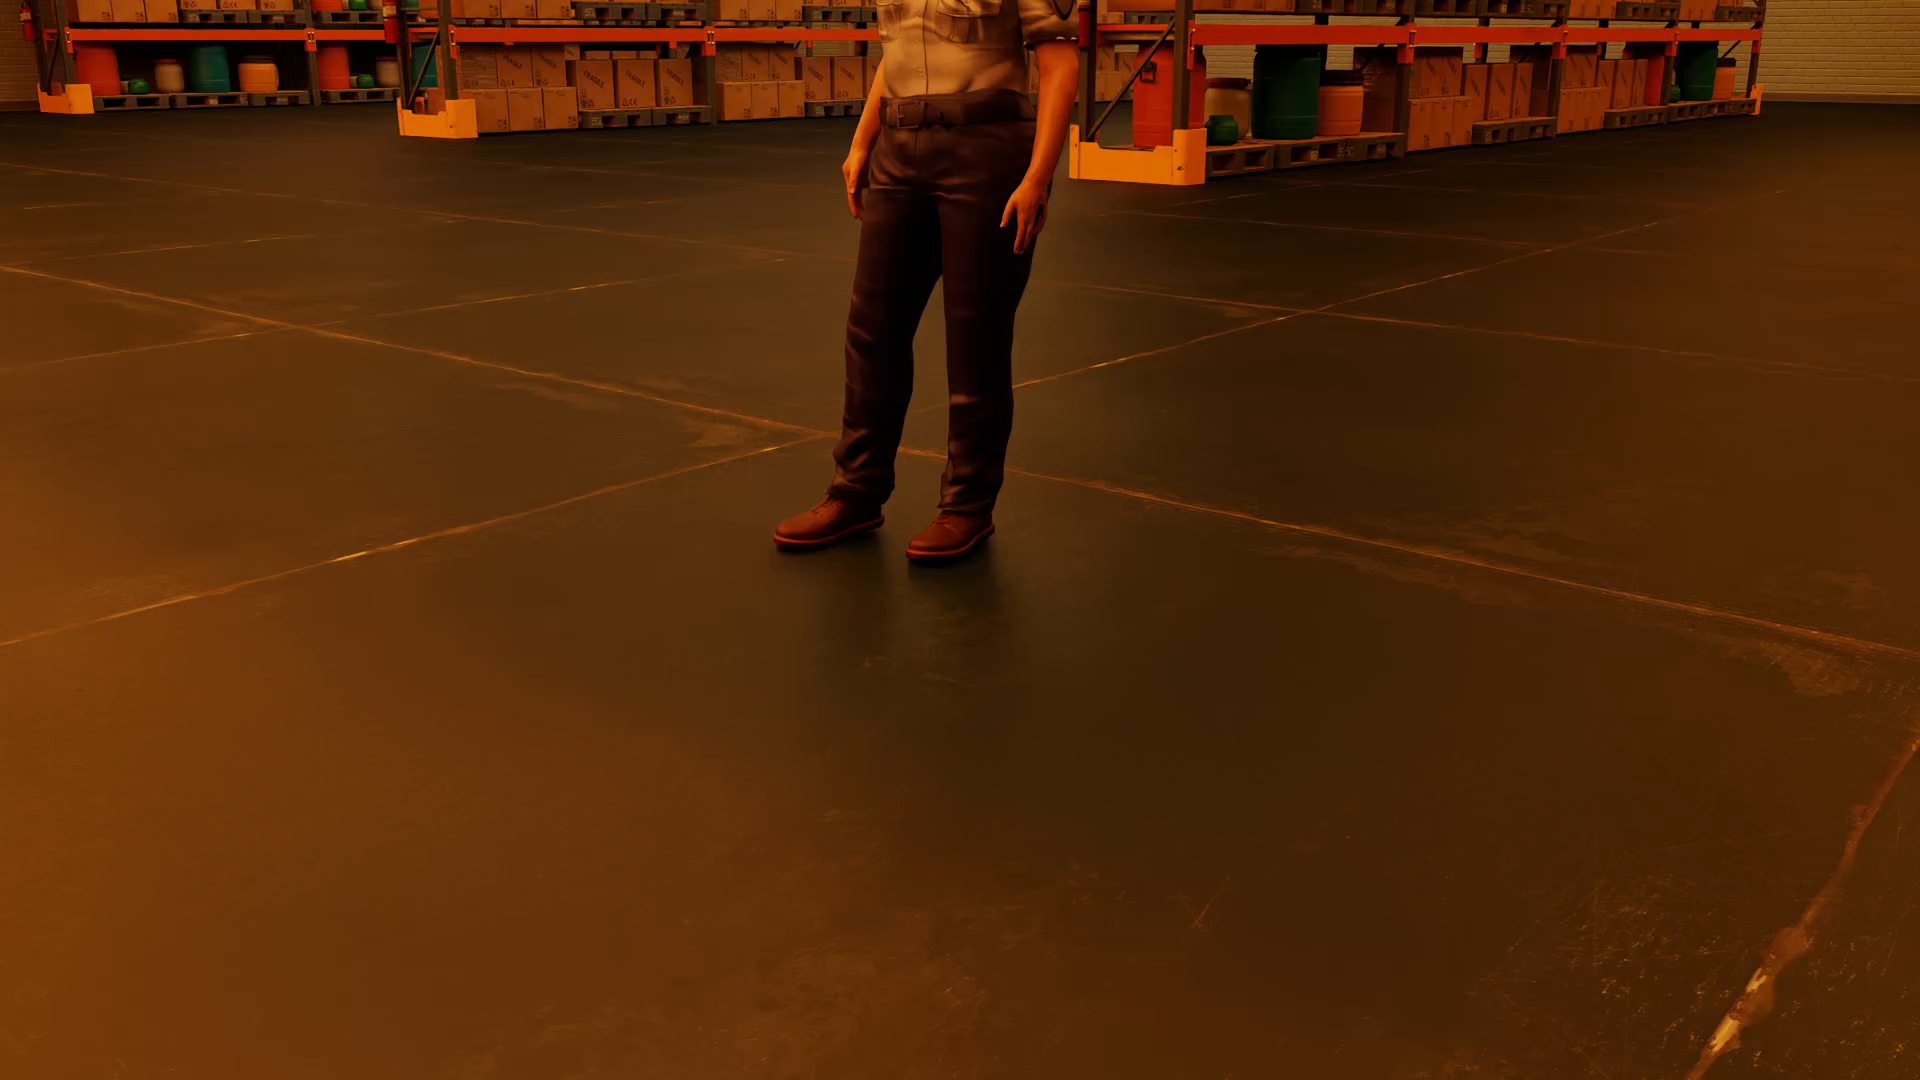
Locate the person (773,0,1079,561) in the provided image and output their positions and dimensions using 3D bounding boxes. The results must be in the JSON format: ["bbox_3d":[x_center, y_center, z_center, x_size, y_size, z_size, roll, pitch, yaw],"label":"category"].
[{"bbox_3d":[-0.075,-0.774,3.650,0.598,1.641,0.502,13,21,37],"label":"person"}]
